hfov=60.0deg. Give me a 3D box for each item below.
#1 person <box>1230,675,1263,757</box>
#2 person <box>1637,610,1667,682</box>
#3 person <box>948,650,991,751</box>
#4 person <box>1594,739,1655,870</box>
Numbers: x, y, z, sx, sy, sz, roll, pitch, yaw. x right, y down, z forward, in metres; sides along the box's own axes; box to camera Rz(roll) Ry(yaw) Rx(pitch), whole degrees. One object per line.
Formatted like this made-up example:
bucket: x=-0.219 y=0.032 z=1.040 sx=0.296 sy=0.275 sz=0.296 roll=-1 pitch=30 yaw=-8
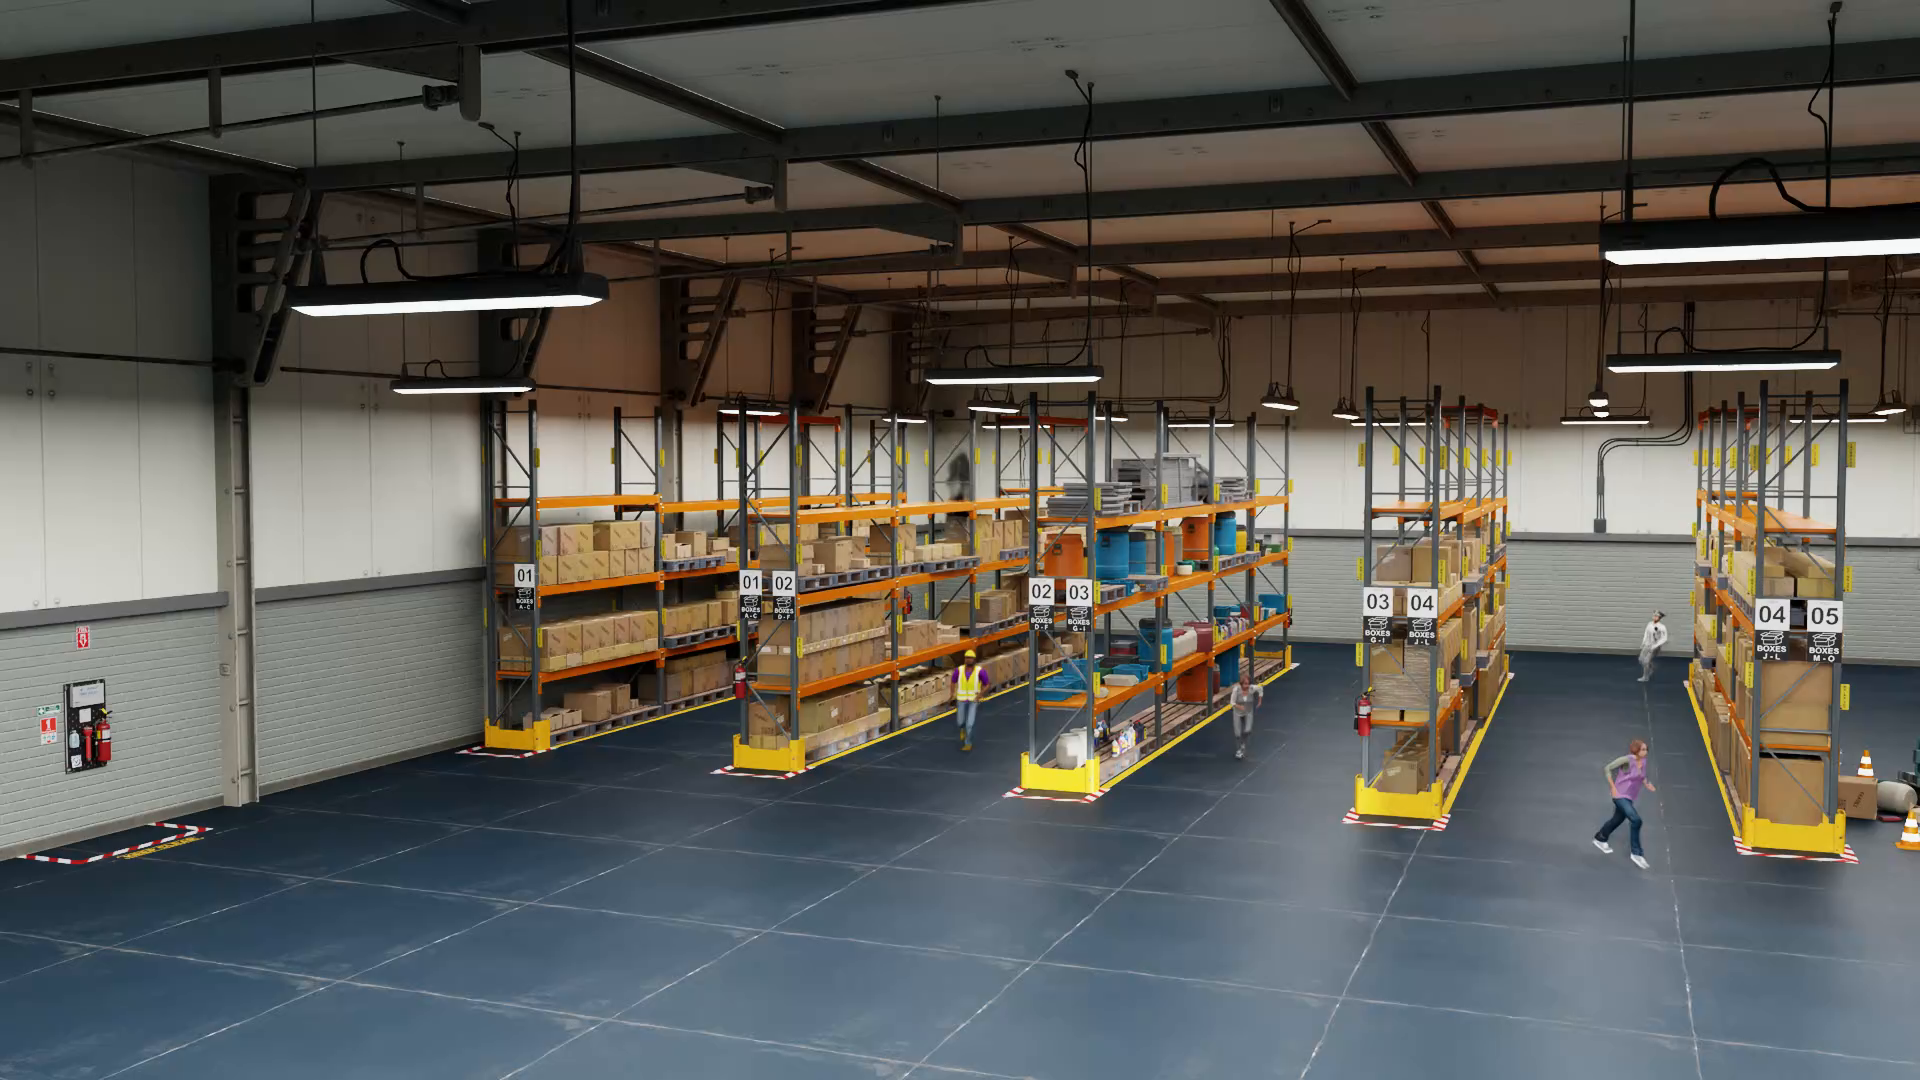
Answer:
person: x=4.747 y=2.924 z=27.553 sx=0.570 sy=1.433 sz=0.828 roll=0 pitch=3 yaw=3
person: x=15.435 y=2.365 z=37.044 sx=0.504 sy=1.619 sz=0.640 roll=-2 pitch=3 yaw=-29
person: x=0.161 y=2.744 z=28.501 sx=0.717 sy=1.717 sz=0.591 roll=1 pitch=3 yaw=11
person: x=8.187 y=3.209 z=20.577 sx=0.529 sy=1.576 sz=0.864 roll=-2 pitch=3 yaw=-30
